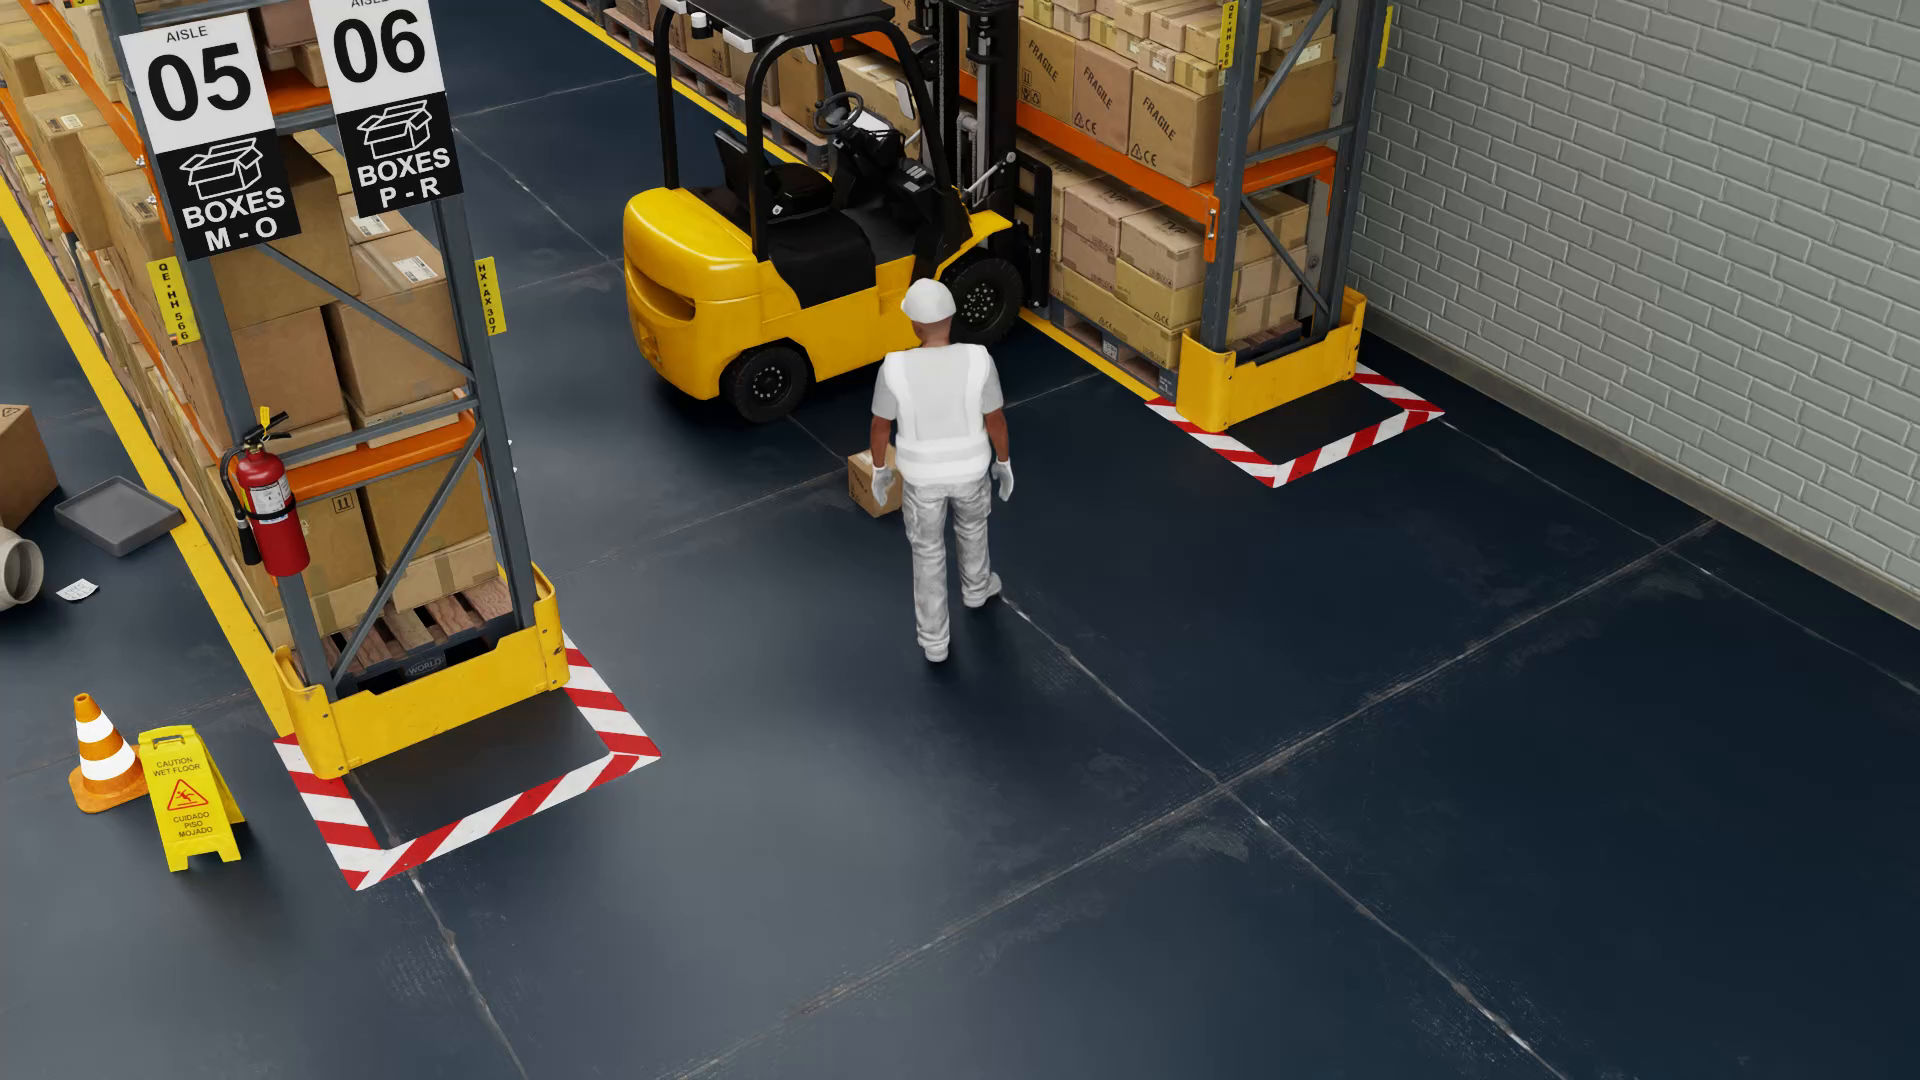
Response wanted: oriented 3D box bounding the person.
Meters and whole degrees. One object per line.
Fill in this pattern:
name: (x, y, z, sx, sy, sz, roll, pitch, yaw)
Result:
person: (-0.081, -0.319, 7.438, 0.638, 1.797, 0.670, -4, 36, -5)
